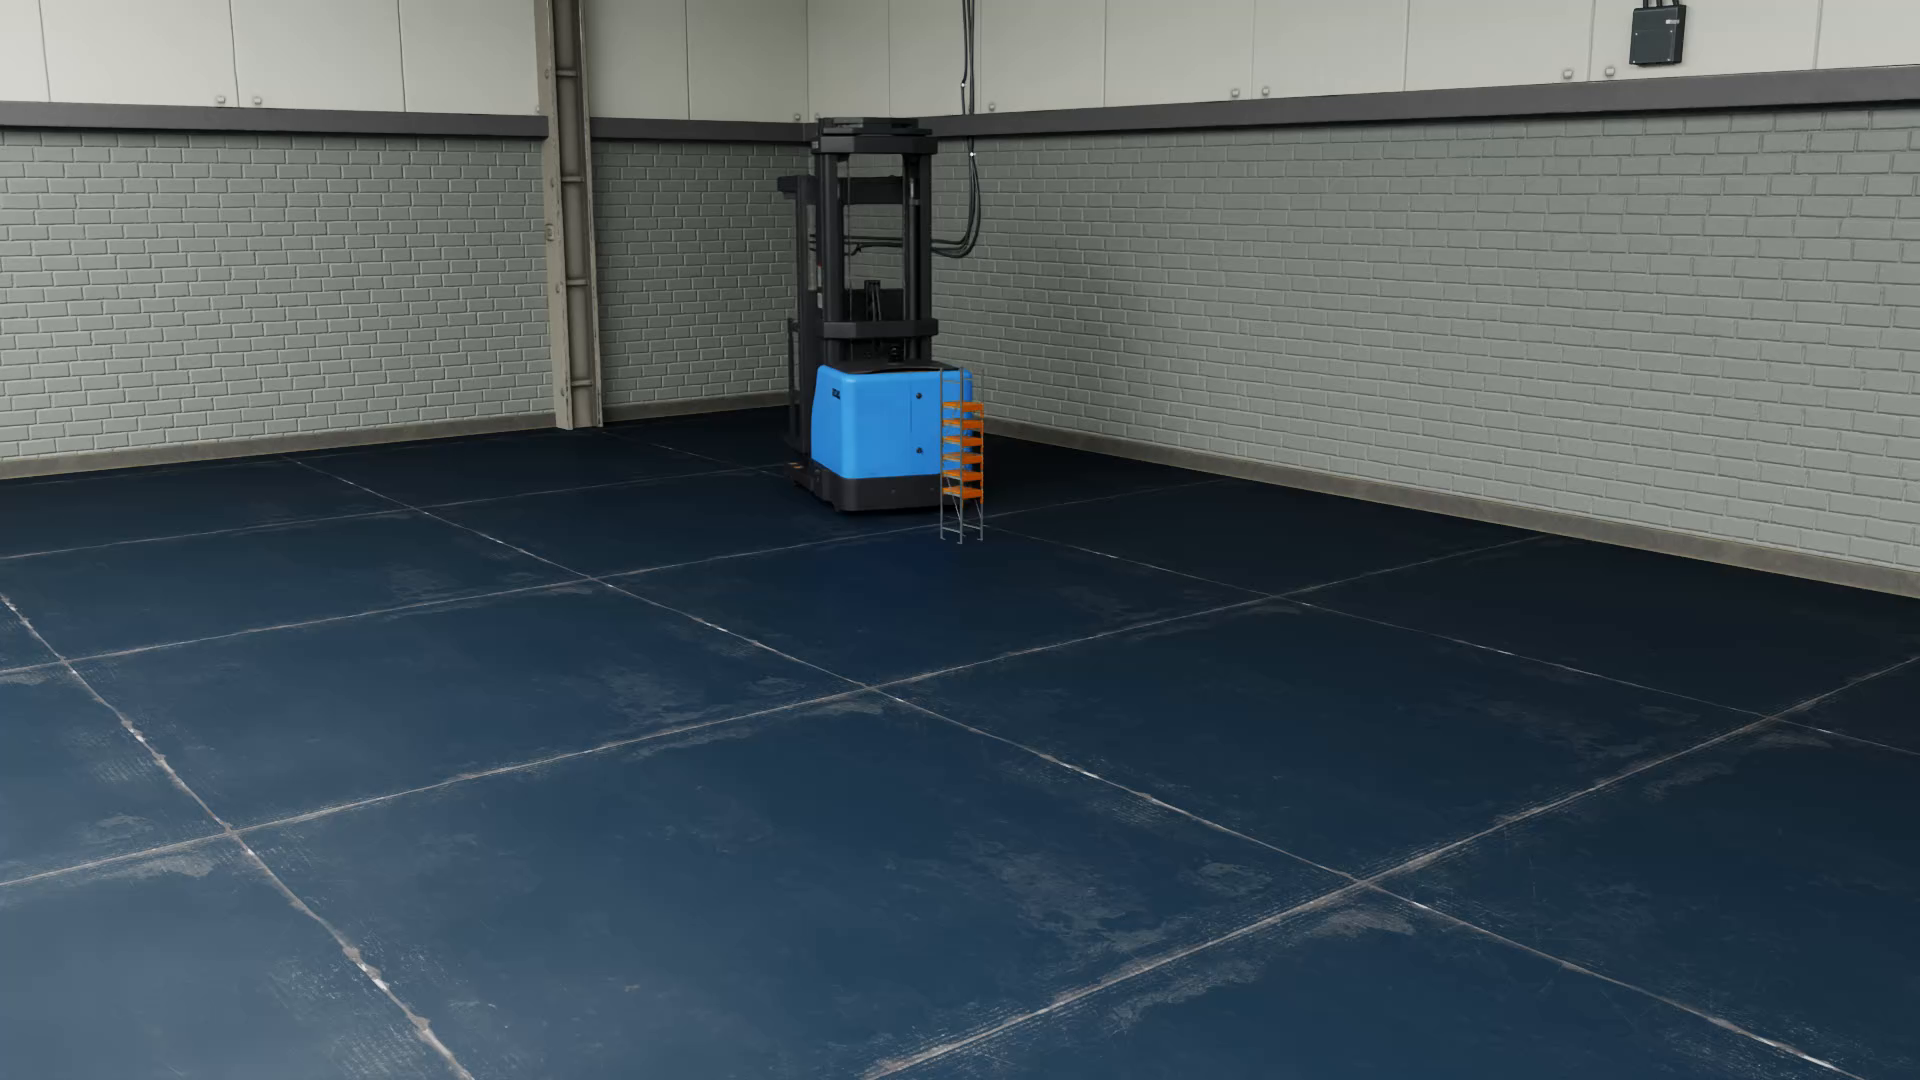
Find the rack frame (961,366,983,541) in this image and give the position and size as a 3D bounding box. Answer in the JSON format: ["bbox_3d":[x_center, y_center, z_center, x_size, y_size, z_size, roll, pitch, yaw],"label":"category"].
[{"bbox_3d":[0.083,-0.601,11.569,0.006,1.200,0.240,-9,15,-38],"label":"rack frame"}]

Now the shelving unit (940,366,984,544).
[{"bbox_3d":[0.011,-0.589,11.513,0.189,1.200,0.258,-9,15,-38],"label":"shelving unit"}]

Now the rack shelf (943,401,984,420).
[{"bbox_3d":[0.011,-0.897,11.447,0.180,0.103,0.258,-9,15,-38],"label":"rack shelf"}]

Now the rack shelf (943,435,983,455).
[{"bbox_3d":[0.011,-0.663,11.497,0.180,0.103,0.258,-9,15,-38],"label":"rack shelf"}]

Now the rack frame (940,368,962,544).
[{"bbox_3d":[-0.060,-0.577,11.457,0.006,1.200,0.240,-9,15,-38],"label":"rack frame"}]

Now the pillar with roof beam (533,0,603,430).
[{"bbox_3d":[-1.235,-4.875,12.922,0.400,9.000,9.100,-9,15,-38],"label":"pillar with roof beam"}]

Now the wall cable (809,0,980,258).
[{"bbox_3d":[-0.798,-4.222,17.323,0.112,2.526,3.097,-9,15,-38],"label":"wall cable"}]

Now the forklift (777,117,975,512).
[{"bbox_3d":[-0.840,-1.904,13.538,1.130,2.935,3.031,-4,13,-18],"label":"forklift"}]

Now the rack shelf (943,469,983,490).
[{"bbox_3d":[0.011,-0.428,11.547,0.180,0.103,0.258,-9,15,-38],"label":"rack shelf"}]

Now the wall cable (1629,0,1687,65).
[{"bbox_3d":[5.120,-5.863,9.386,0.169,6.003,2.305,-9,15,-38],"label":"wall cable"}]

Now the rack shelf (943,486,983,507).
[{"bbox_3d":[0.011,-0.311,11.572,0.180,0.103,0.258,-9,15,-38],"label":"rack shelf"}]

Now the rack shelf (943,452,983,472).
[{"bbox_3d":[0.011,-0.545,11.522,0.180,0.103,0.258,-9,15,-38],"label":"rack shelf"}]

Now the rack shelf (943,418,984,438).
[{"bbox_3d":[0.011,-0.780,11.472,0.180,0.103,0.258,-9,15,-38],"label":"rack shelf"}]
